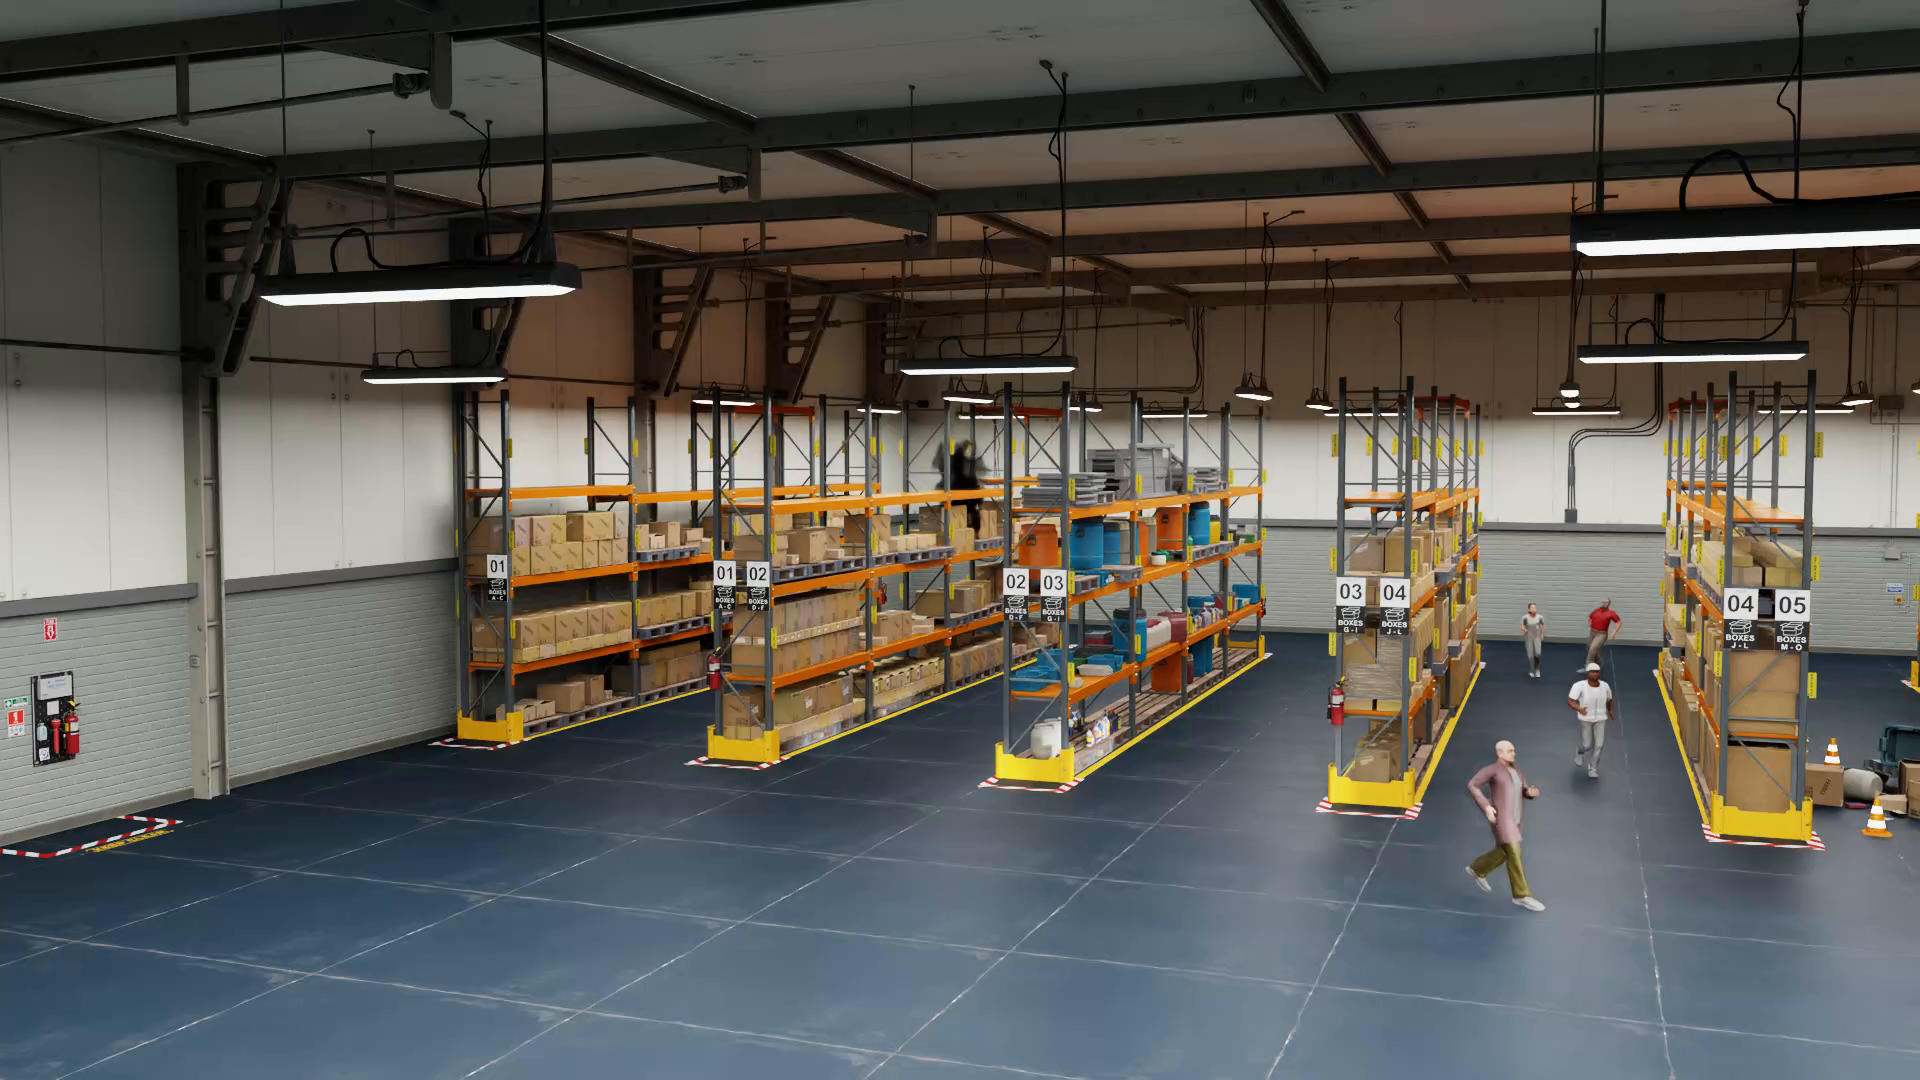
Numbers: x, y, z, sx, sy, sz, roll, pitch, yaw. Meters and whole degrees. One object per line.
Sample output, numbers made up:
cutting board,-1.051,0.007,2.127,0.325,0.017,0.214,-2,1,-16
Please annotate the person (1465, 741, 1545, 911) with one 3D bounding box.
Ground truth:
person,5.976,3.078,18.229,0.703,1.765,1.064,-3,4,-40

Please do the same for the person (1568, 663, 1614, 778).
person,9.652,2.736,25.421,0.704,1.725,0.668,0,3,3

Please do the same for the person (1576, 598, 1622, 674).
person,14.130,2.124,36.832,0.932,1.658,0.716,-2,4,-27

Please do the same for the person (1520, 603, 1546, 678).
person,12.465,2.182,36.202,0.545,1.646,0.638,1,3,17
